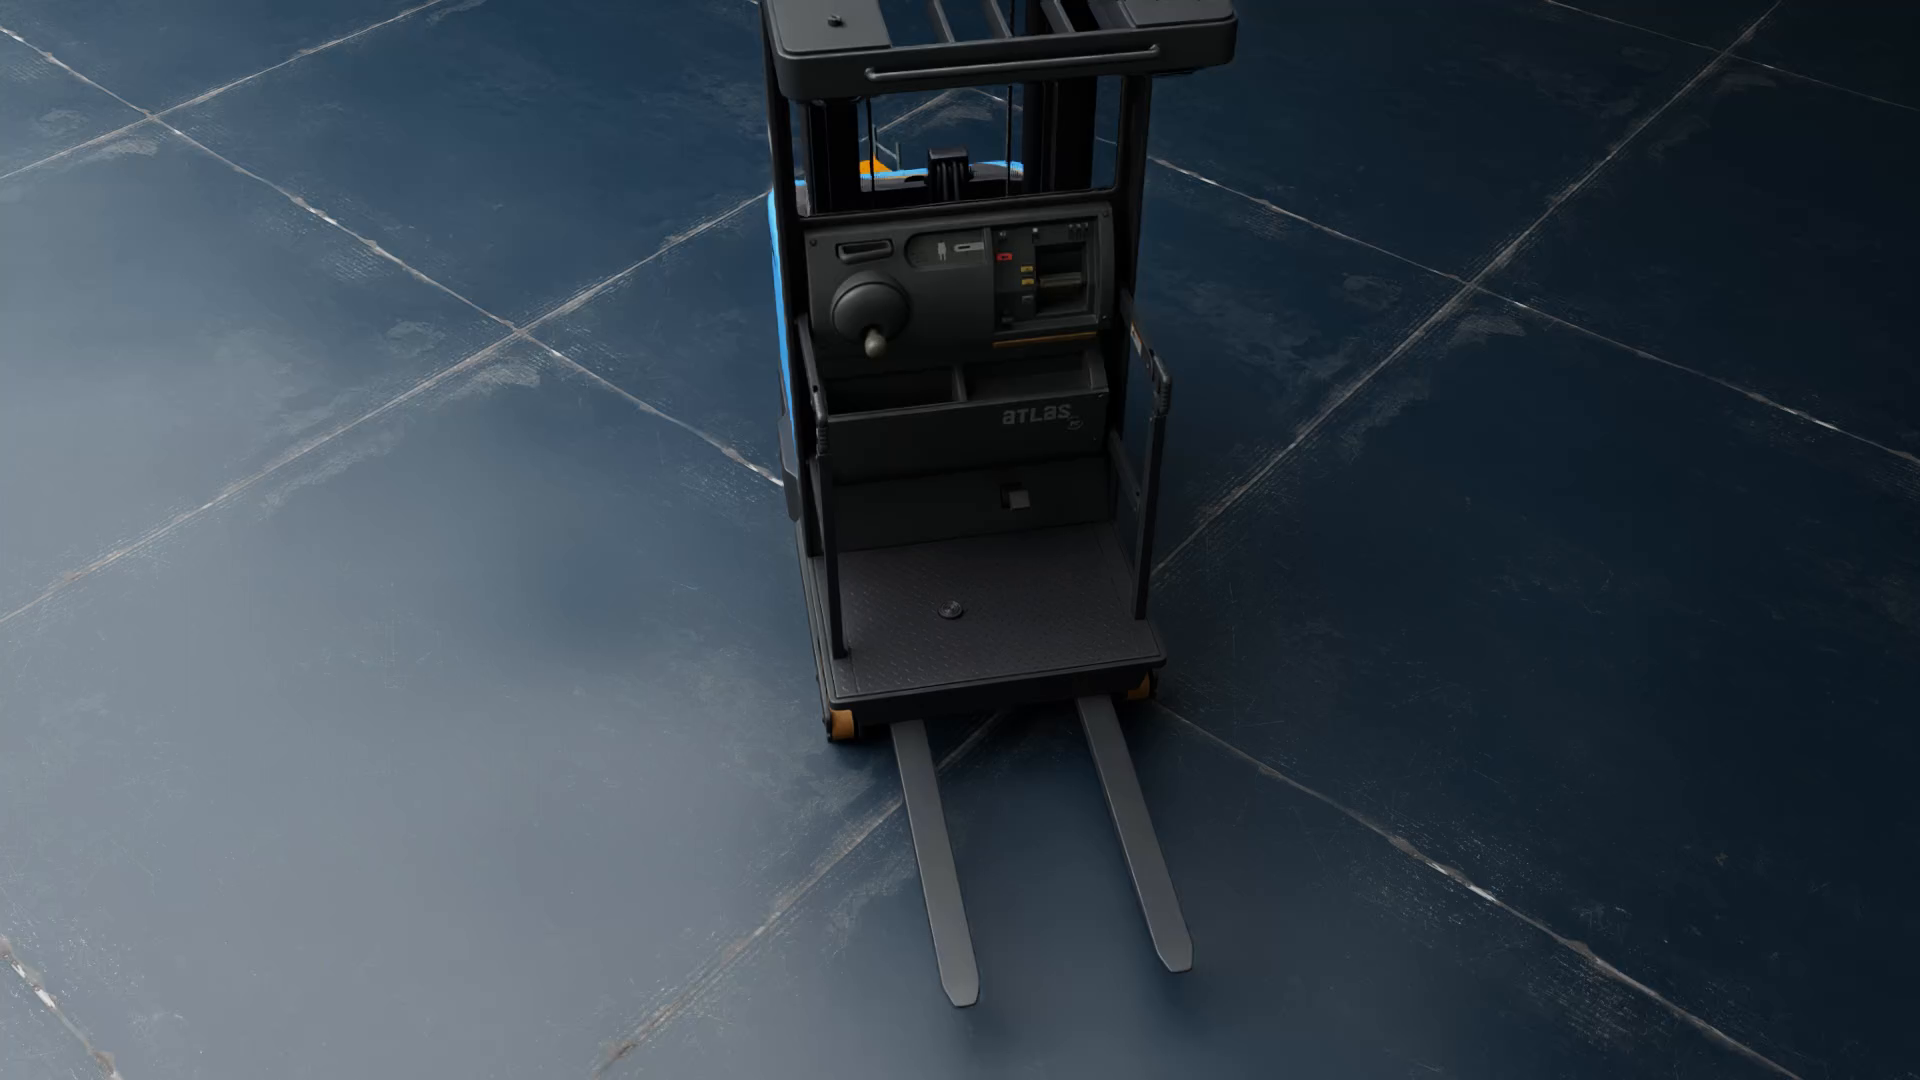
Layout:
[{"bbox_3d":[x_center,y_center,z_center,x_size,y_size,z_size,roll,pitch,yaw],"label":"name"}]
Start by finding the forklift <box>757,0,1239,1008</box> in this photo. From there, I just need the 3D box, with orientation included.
[{"bbox_3d":[0.047,-0.691,4.831,1.130,2.935,3.031,-7,43,-8],"label":"forklift"}]

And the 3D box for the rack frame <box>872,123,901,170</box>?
[{"bbox_3d":[-0.266,-1.162,6.736,0.008,1.050,0.200,-23,43,-24],"label":"rack frame"}]

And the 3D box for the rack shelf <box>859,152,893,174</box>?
[{"bbox_3d":[-0.380,-1.331,6.518,0.240,0.259,0.215,-23,43,-24],"label":"rack shelf"}]

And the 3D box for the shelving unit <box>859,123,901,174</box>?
[{"bbox_3d":[-0.369,-1.118,6.688,0.252,1.050,0.215,-23,43,-24],"label":"shelving unit"}]
